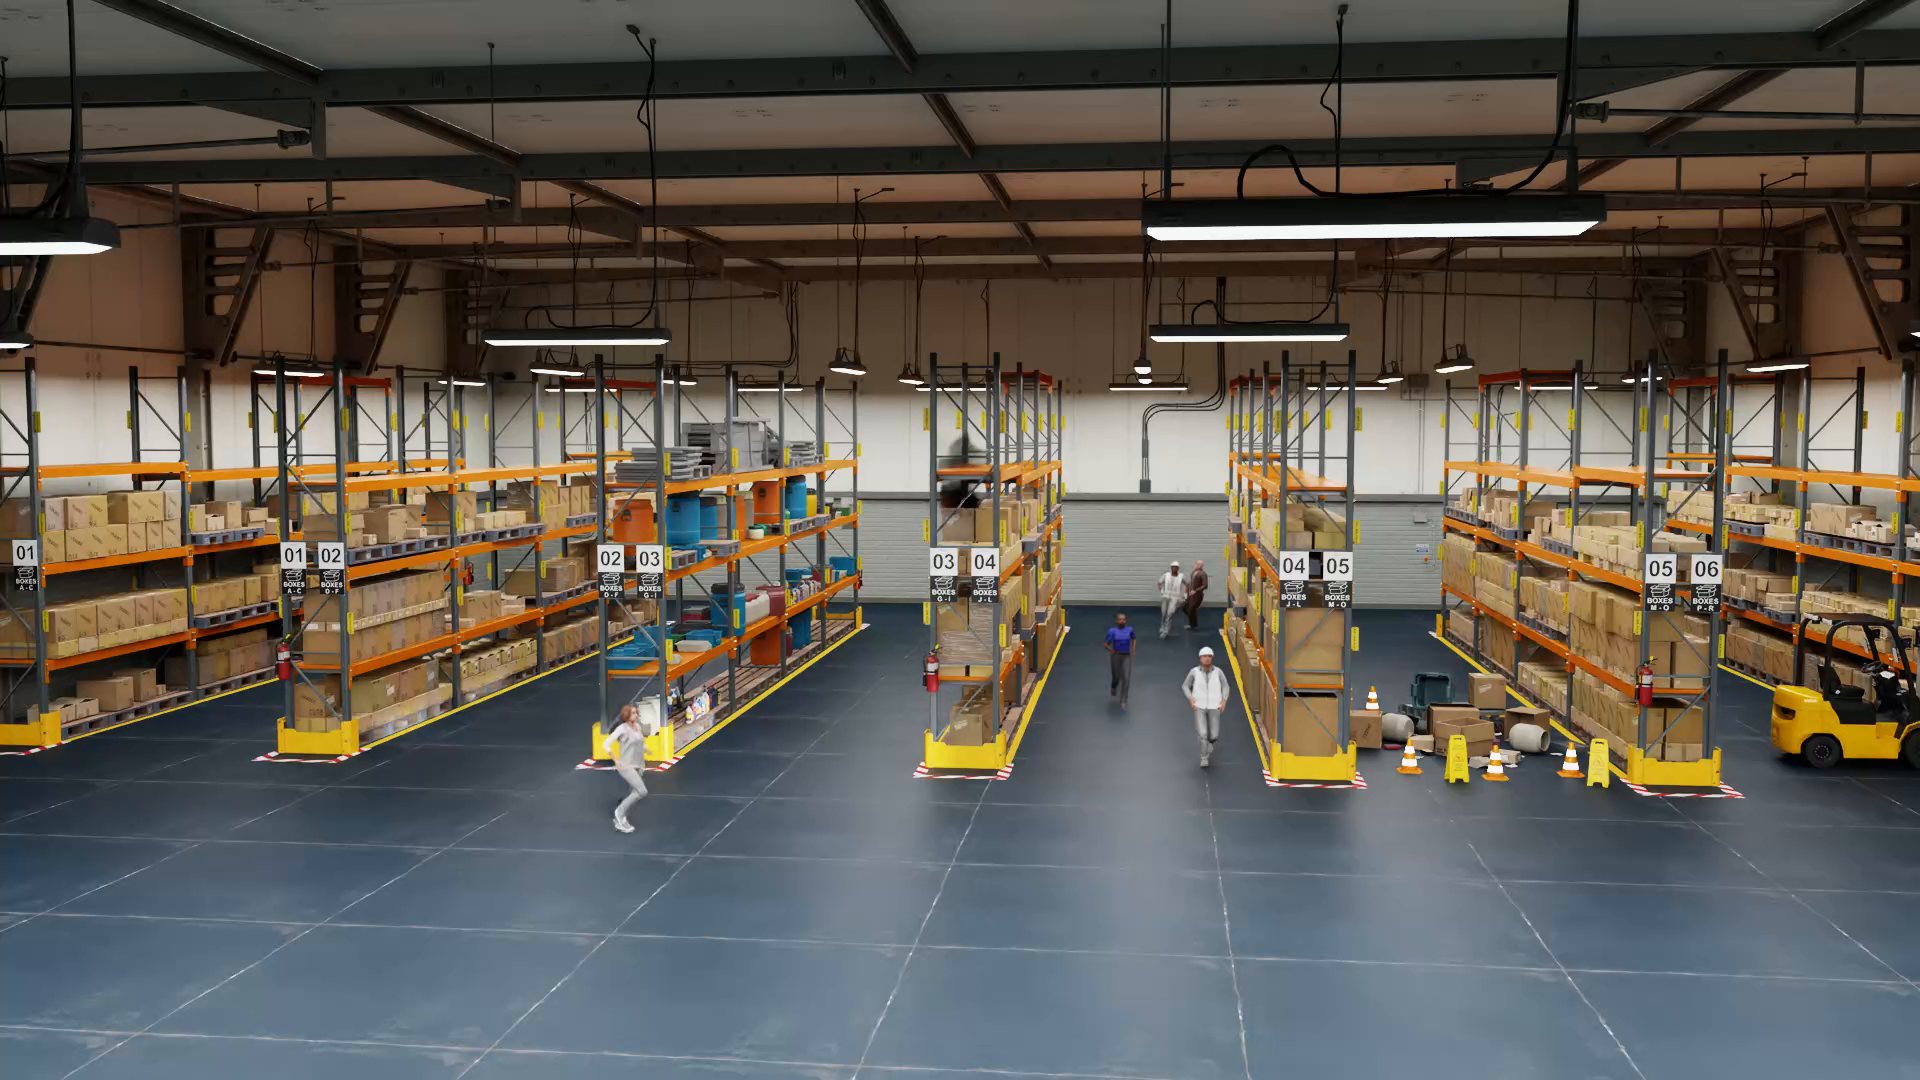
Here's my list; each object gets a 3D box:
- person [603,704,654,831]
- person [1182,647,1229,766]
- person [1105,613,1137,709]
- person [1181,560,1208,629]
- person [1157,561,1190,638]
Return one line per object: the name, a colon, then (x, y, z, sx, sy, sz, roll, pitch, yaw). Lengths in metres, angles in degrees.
person: (-3.975, 2.782, 20.208, 0.584, 1.556, 0.515, 2, 4, 25)
person: (3.589, 2.416, 24.305, 0.688, 1.726, 0.669, 0, 4, 3)
person: (2.847, 2.119, 29.403, 0.594, 1.666, 0.839, 0, 4, -4)
person: (5.642, 1.322, 39.950, 0.588, 1.700, 0.727, -3, 5, -33)
person: (4.933, 1.373, 38.691, 0.742, 1.754, 0.981, 1, 4, 19)
